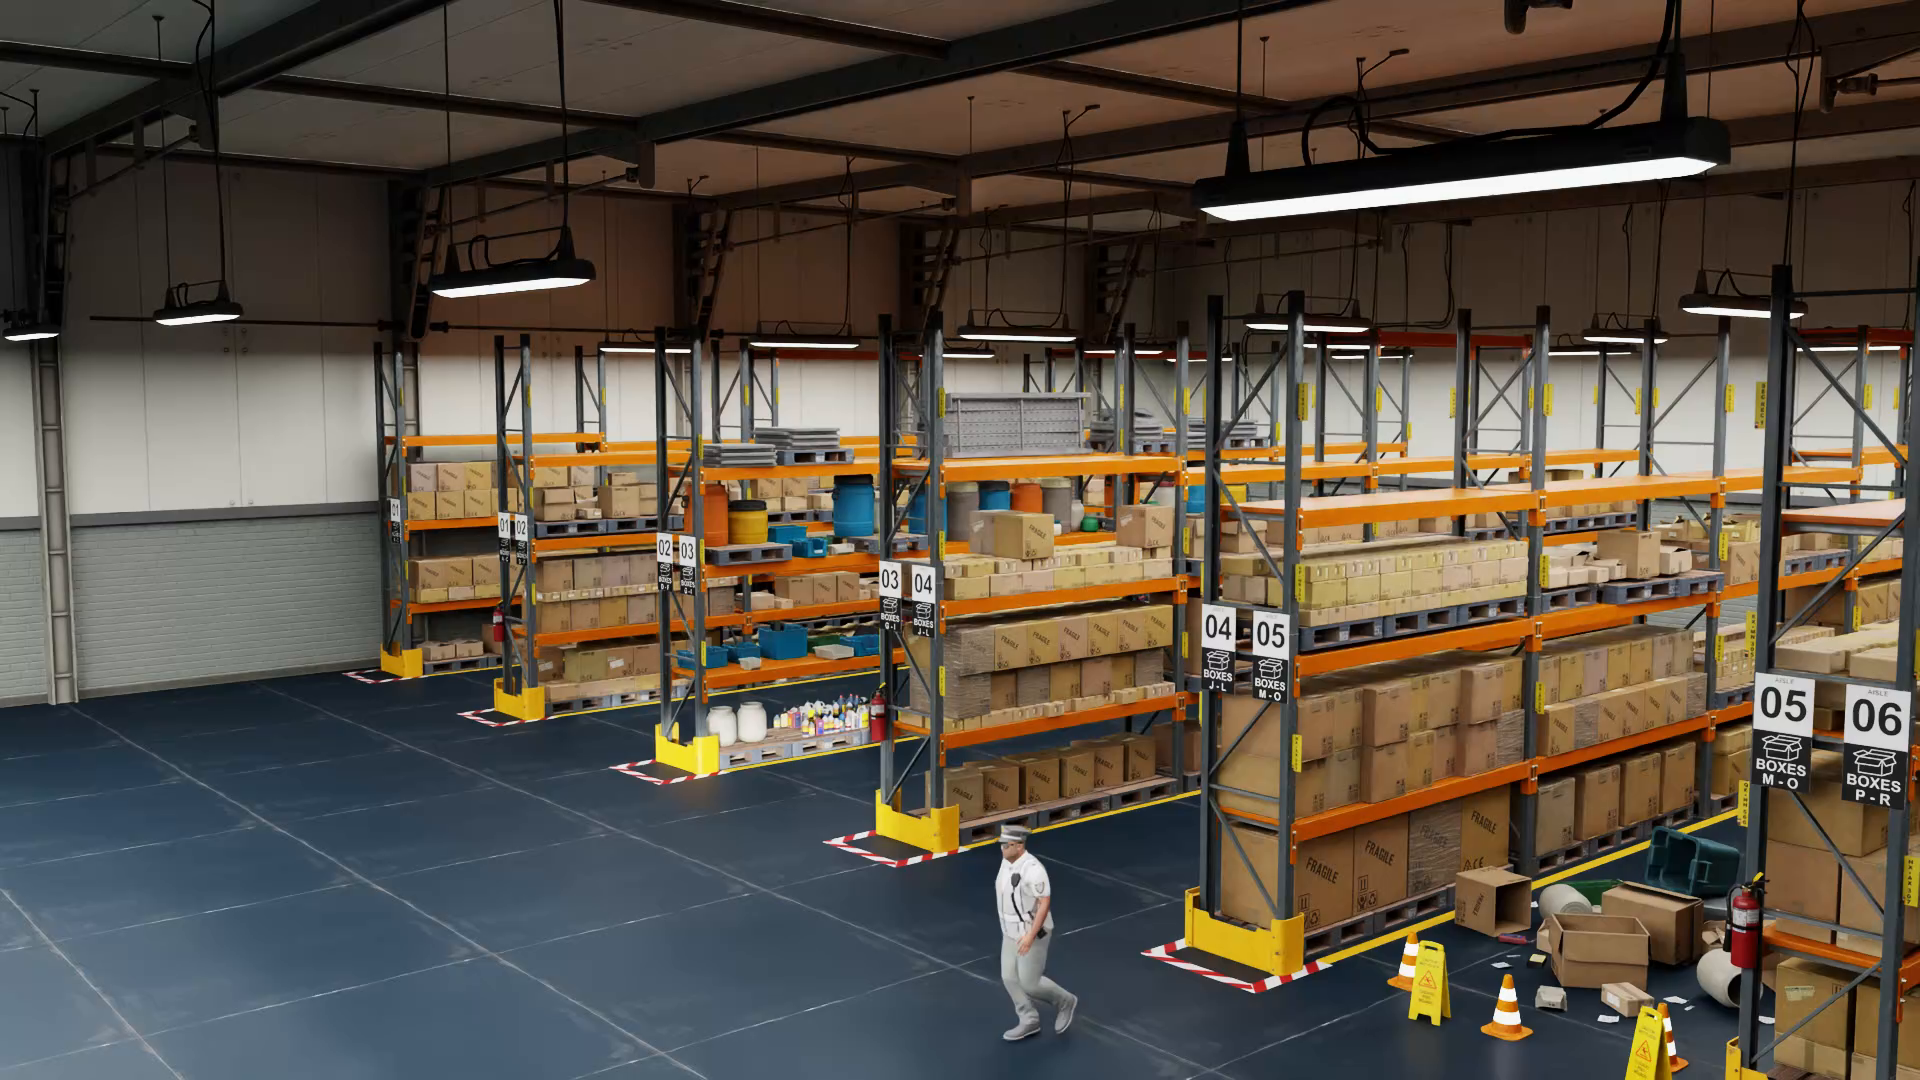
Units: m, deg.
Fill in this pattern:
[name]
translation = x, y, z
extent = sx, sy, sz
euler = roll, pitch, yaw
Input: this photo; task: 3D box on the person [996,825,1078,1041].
[person]
translation = 0.607, 3.100, 13.273
extent = 0.643, 1.740, 0.598
euler = -3, 6, -31
